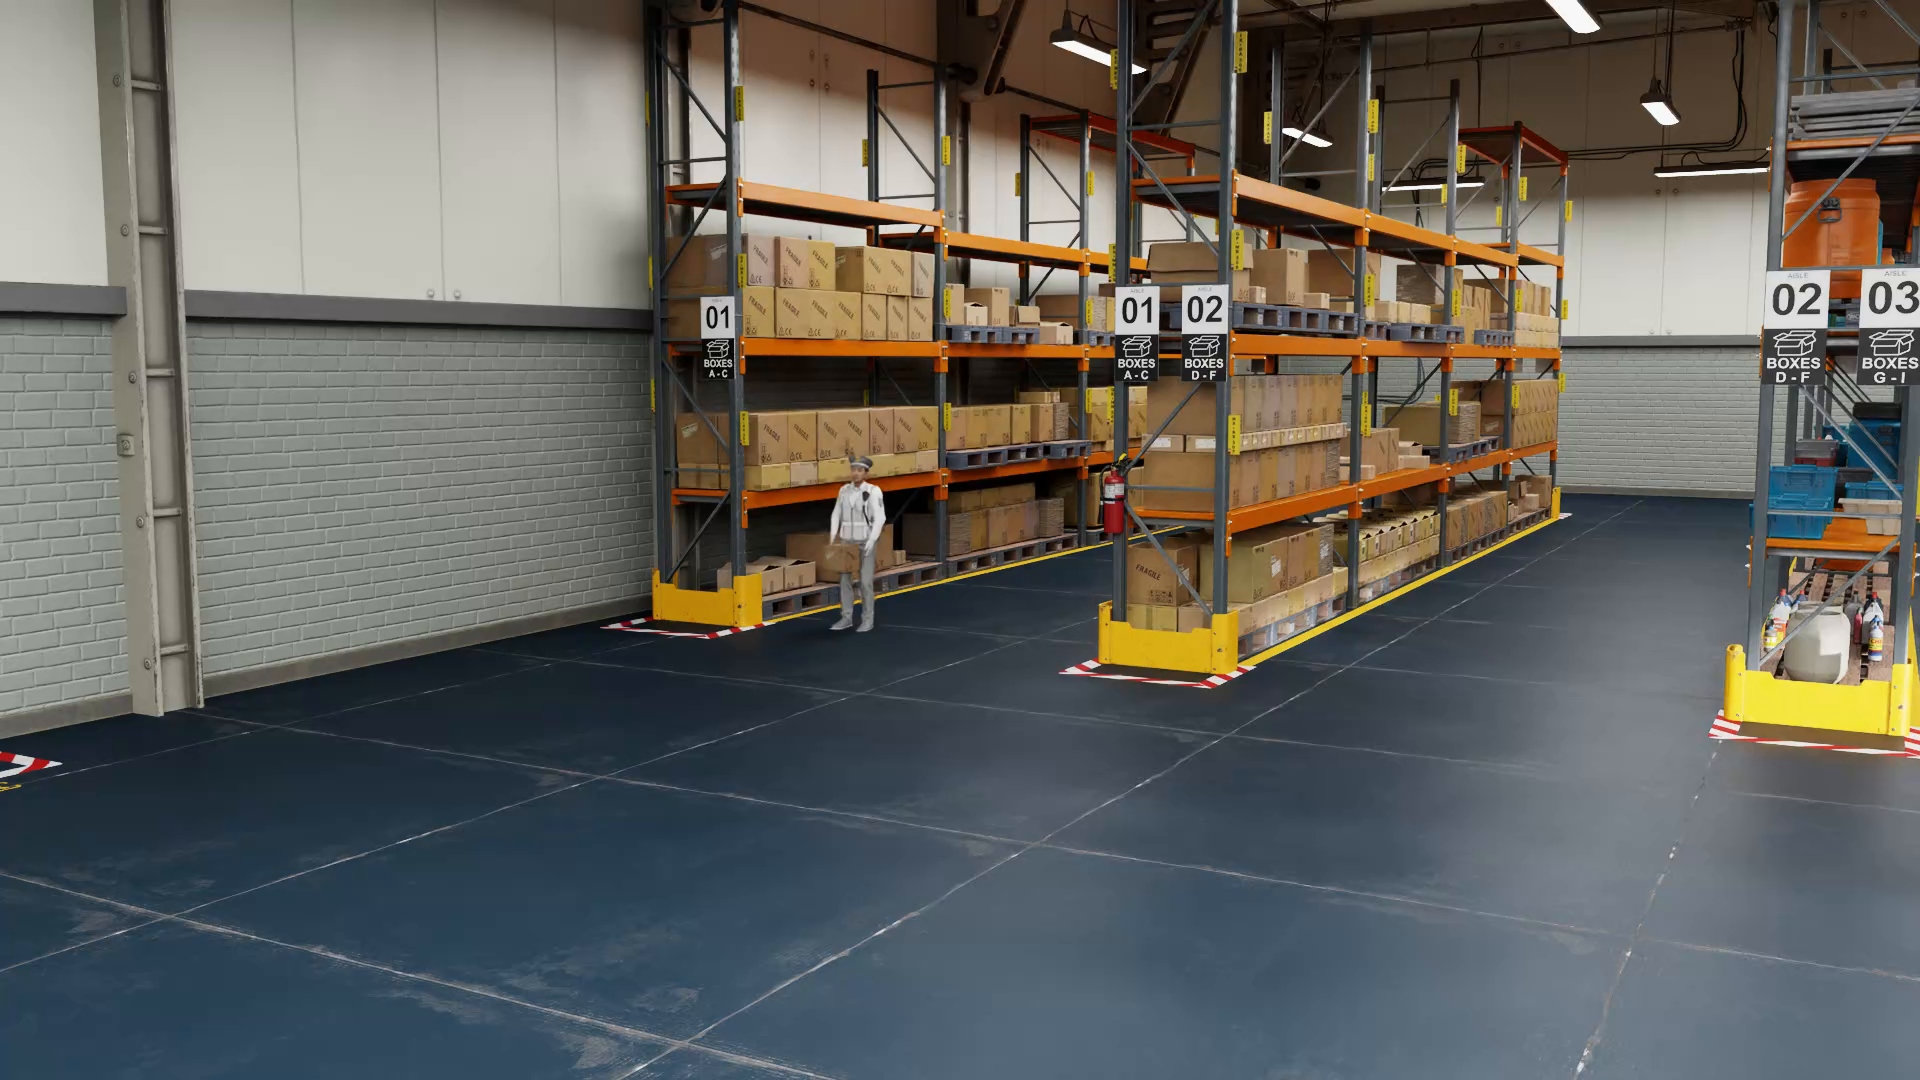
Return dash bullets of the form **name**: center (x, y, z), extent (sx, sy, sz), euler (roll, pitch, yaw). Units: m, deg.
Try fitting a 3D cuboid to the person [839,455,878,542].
- **person**: center (-0.969, -0.405, 15.957), extent (0.370, 0.833, 0.314), euler (2, 7, 22)
